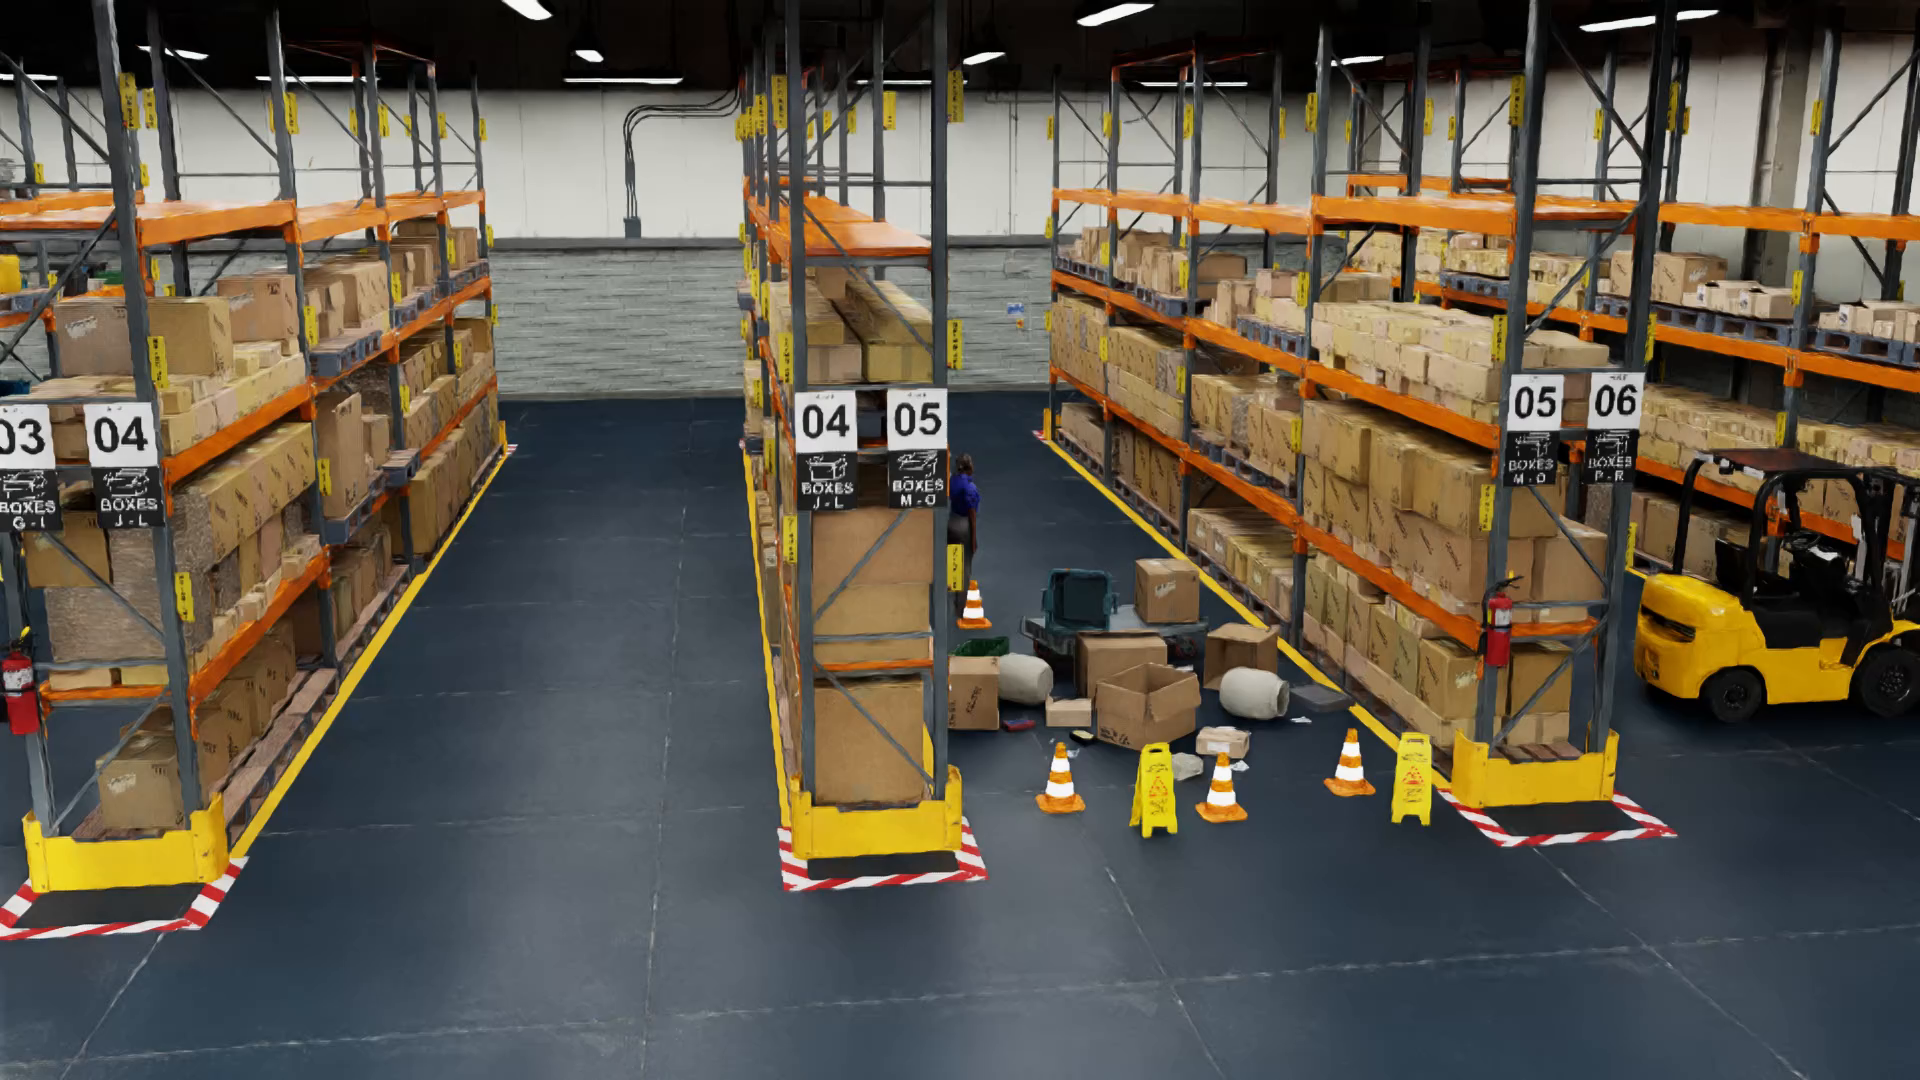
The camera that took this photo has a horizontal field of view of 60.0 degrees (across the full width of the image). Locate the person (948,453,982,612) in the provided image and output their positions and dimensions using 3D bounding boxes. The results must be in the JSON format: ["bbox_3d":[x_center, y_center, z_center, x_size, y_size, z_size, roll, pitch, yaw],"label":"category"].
[{"bbox_3d":[0.100,-0.090,17.299,0.475,1.665,0.520,-8,16,-32],"label":"person"}]
